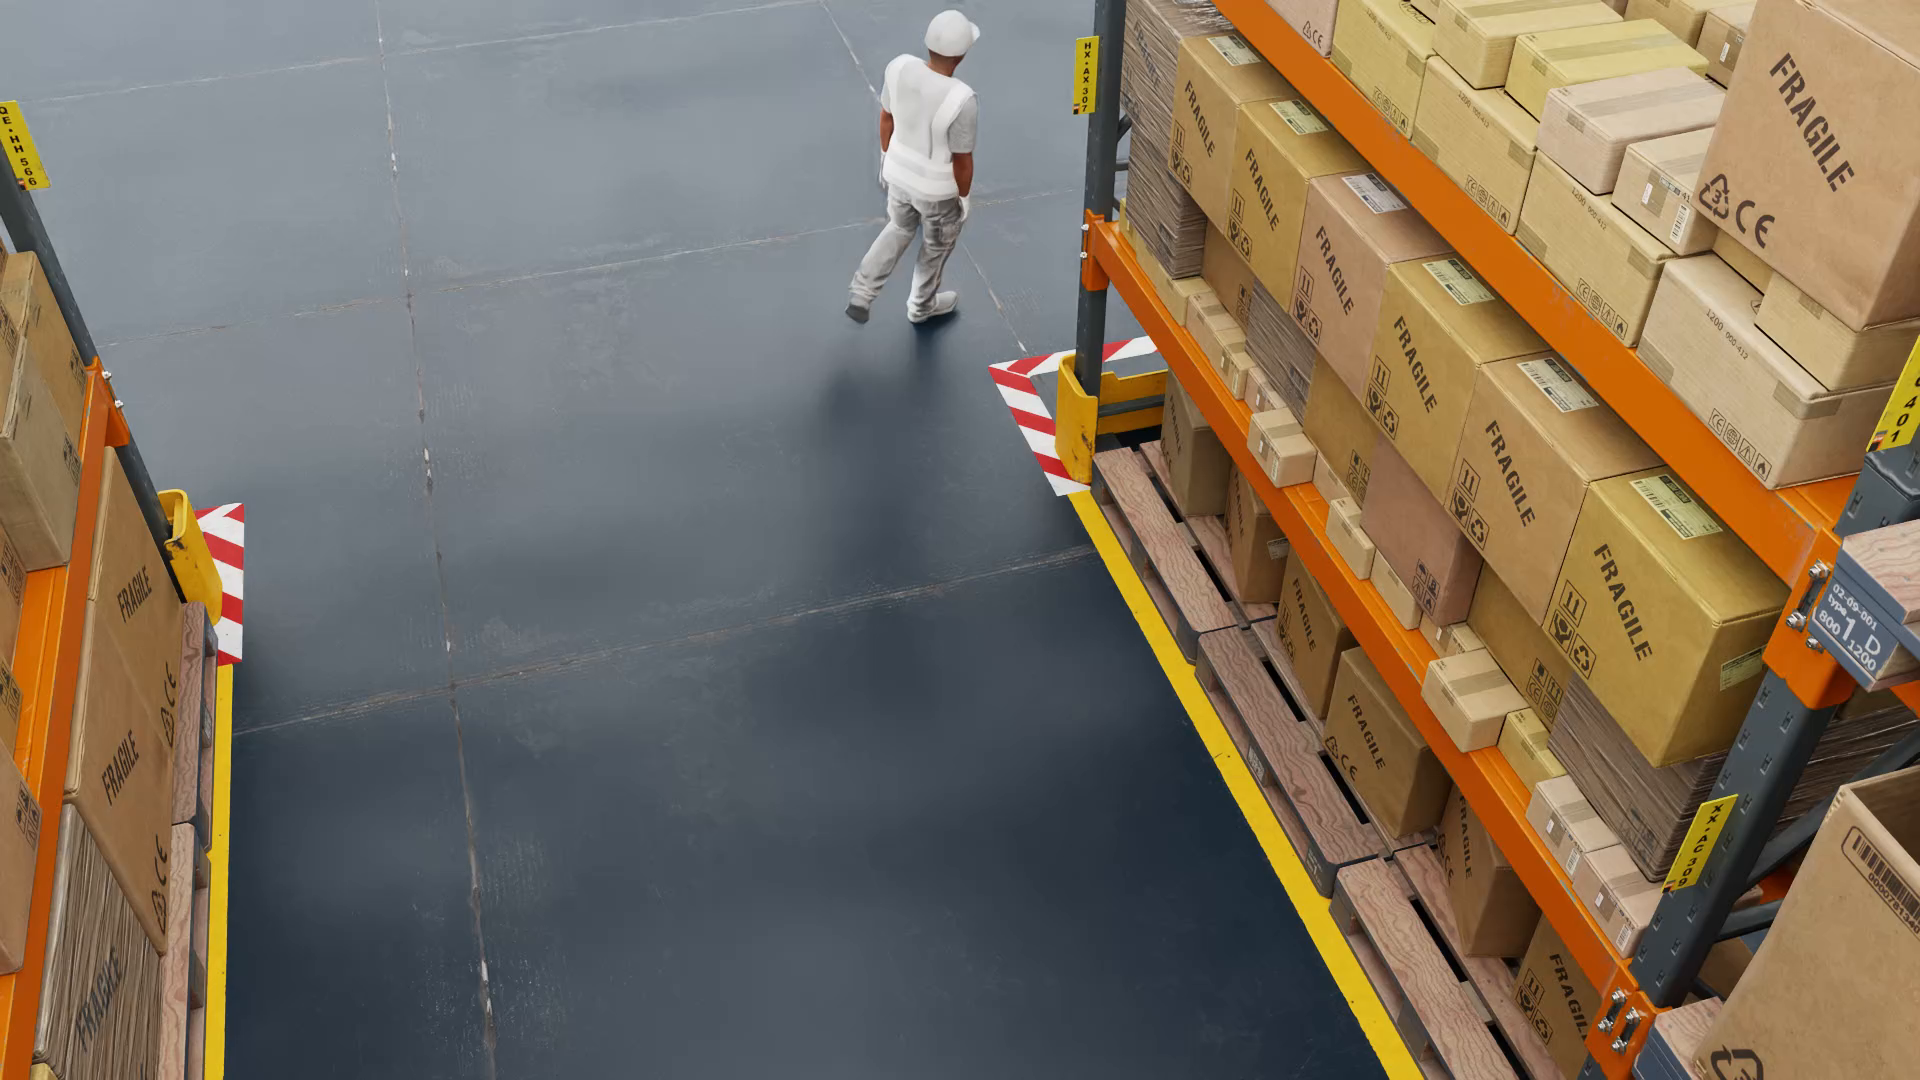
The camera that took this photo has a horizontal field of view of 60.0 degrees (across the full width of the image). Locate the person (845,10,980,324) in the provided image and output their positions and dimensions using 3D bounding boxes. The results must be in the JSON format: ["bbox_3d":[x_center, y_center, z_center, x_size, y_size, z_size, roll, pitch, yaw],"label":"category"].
[{"bbox_3d":[-0.194,-1.723,8.063,0.611,1.755,0.683,30,50,30],"label":"person"}]
